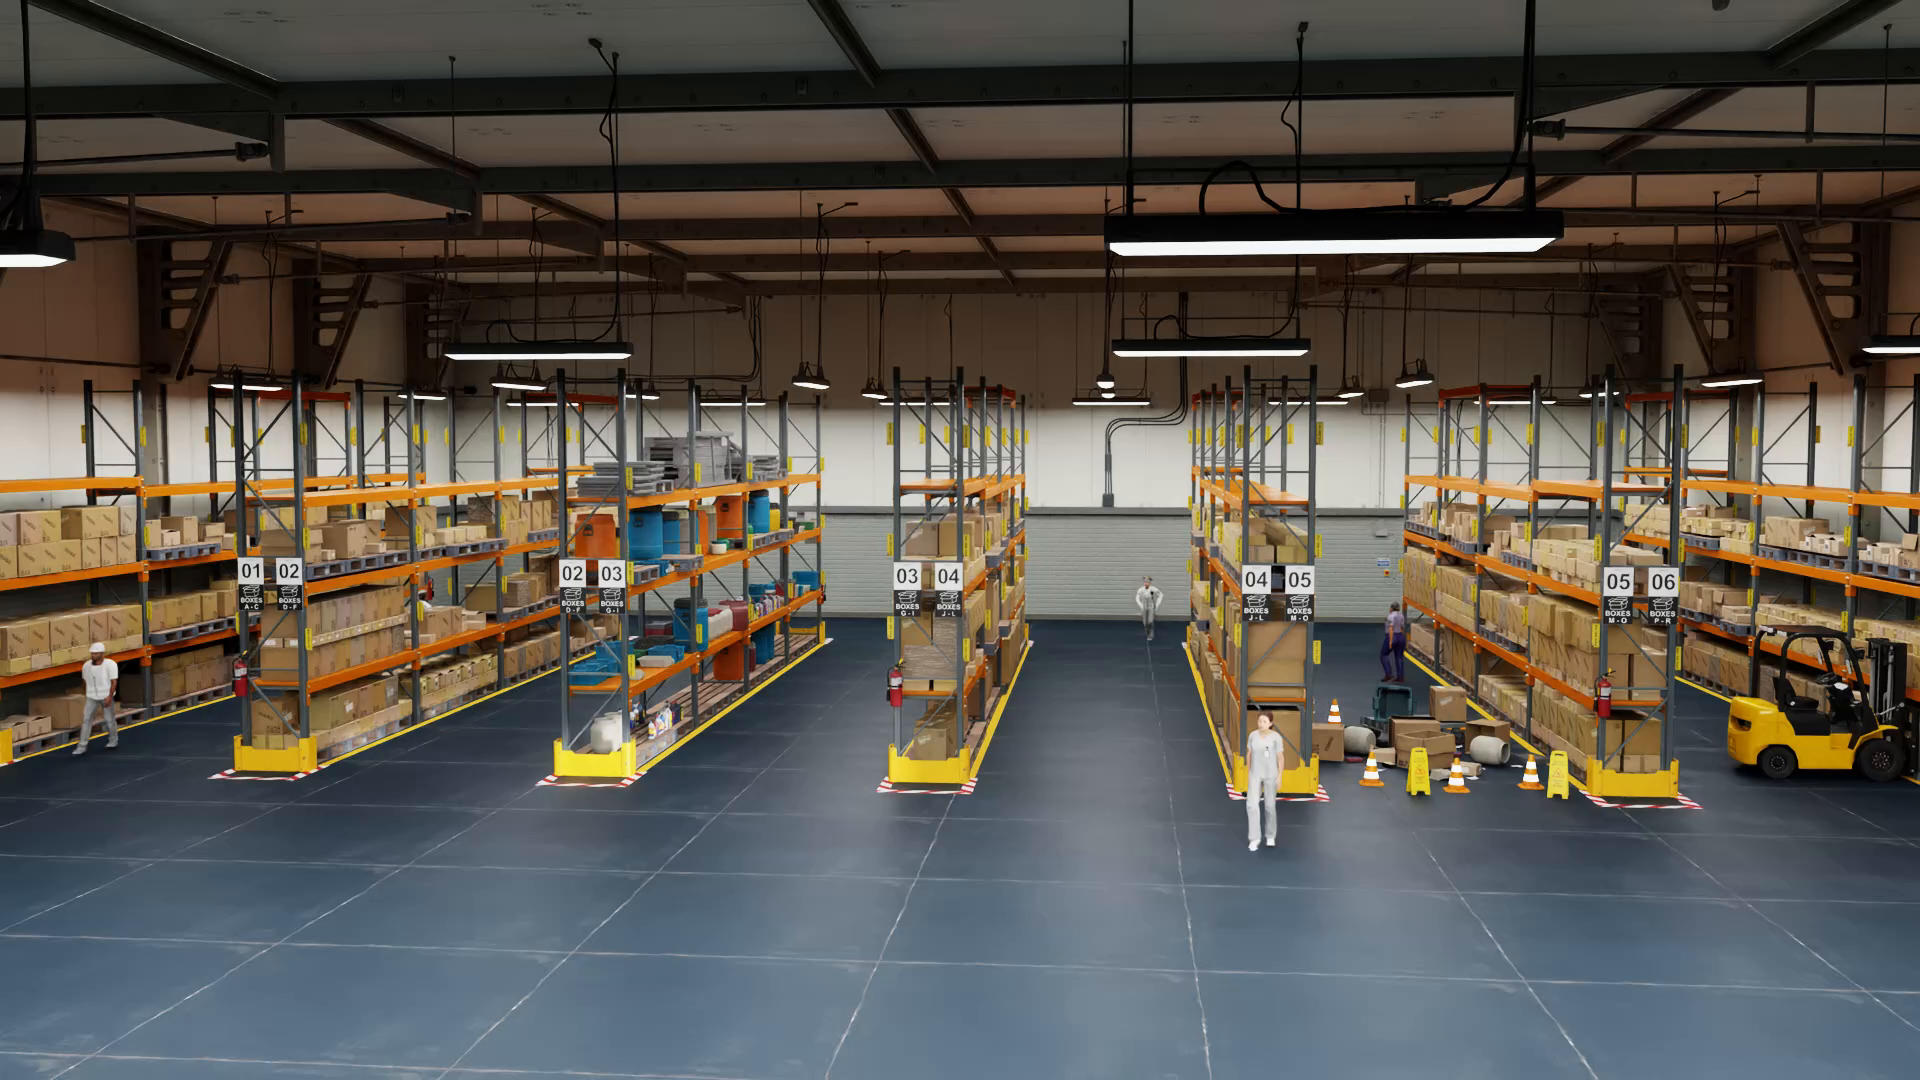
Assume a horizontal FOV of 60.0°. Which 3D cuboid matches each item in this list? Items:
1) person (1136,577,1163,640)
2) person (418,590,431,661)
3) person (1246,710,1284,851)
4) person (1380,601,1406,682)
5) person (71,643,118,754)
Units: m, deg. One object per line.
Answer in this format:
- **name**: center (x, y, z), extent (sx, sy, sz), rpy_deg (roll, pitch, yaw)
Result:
- **person**: center (4.645, 1.676, 40.740), extent (0.648, 1.601, 0.695), rpy_deg (1, 4, 17)
- **person**: center (-11.690, 1.925, 36.135), extent (0.526, 1.673, 0.489), rpy_deg (1, 4, 21)
- **person**: center (3.712, 2.929, 20.243), extent (0.495, 1.738, 0.493), rpy_deg (2, 4, 27)
- **person**: center (8.870, 2.082, 33.855), extent (0.486, 1.657, 0.515), rpy_deg (-2, 4, -24)
- **person**: center (-13.638, 2.482, 26.294), extent (0.584, 1.712, 0.989), rpy_deg (0, 4, -8)
